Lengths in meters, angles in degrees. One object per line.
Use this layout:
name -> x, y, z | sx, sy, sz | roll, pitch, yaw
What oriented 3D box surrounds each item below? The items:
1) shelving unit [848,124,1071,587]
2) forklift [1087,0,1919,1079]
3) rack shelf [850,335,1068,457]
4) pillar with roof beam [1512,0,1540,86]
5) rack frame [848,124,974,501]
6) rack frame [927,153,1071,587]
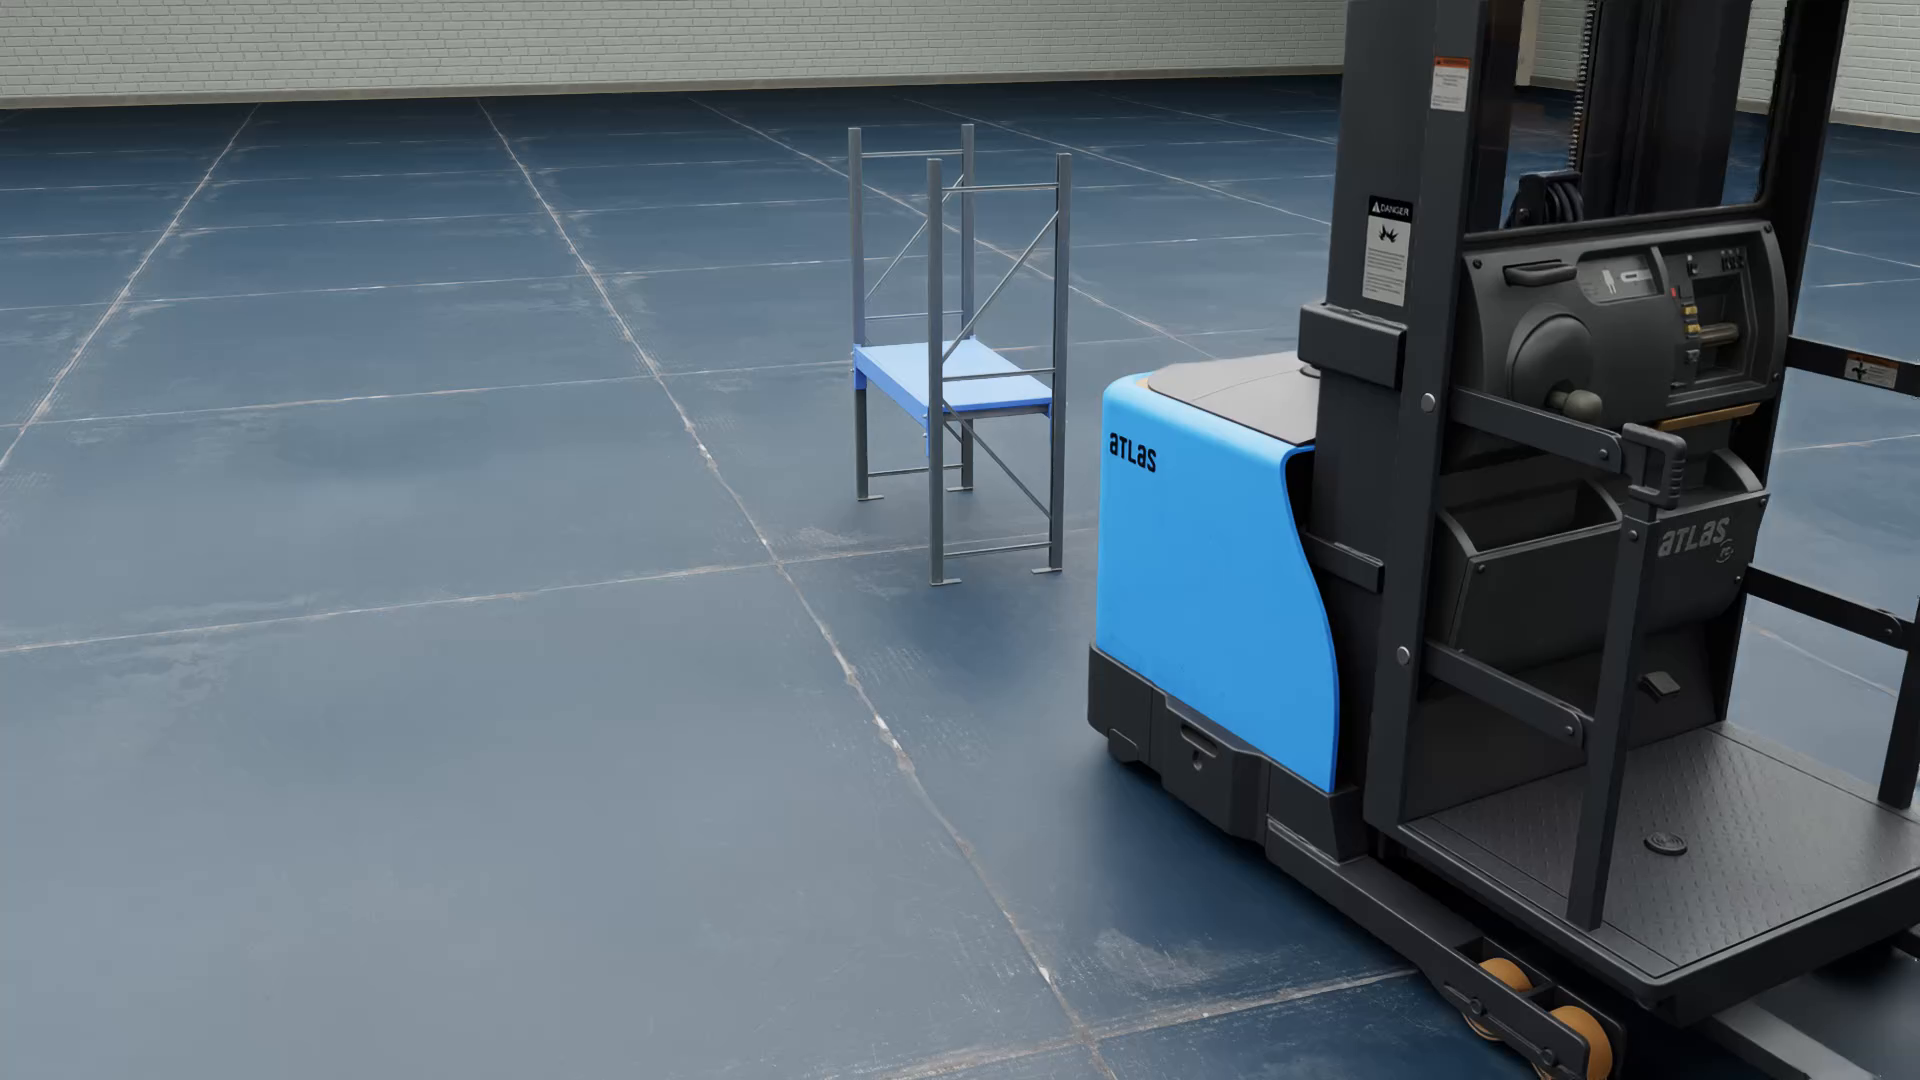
shelving unit -> -0.027, -0.733, 6.239 | 0.538, 1.500, 1.048 | -6, 21, -17
forklift -> 1.522, -0.448, 3.329 | 1.130, 2.935, 3.031 | -11, 22, -27
rack shelf -> -0.027, -0.564, 6.300 | 0.538, 0.185, 1.000 | -6, 21, -17
pillar with roof beam -> 4.947, -11.186, 24.248 | 9.100, 9.000, 0.400 | -6, 21, -17
rack frame -> -0.187, -0.896, 6.693 | 0.500, 1.500, 0.032 | -6, 21, -17
rack frame -> 0.133, -0.570, 5.785 | 0.500, 1.500, 0.032 | -6, 21, -17
